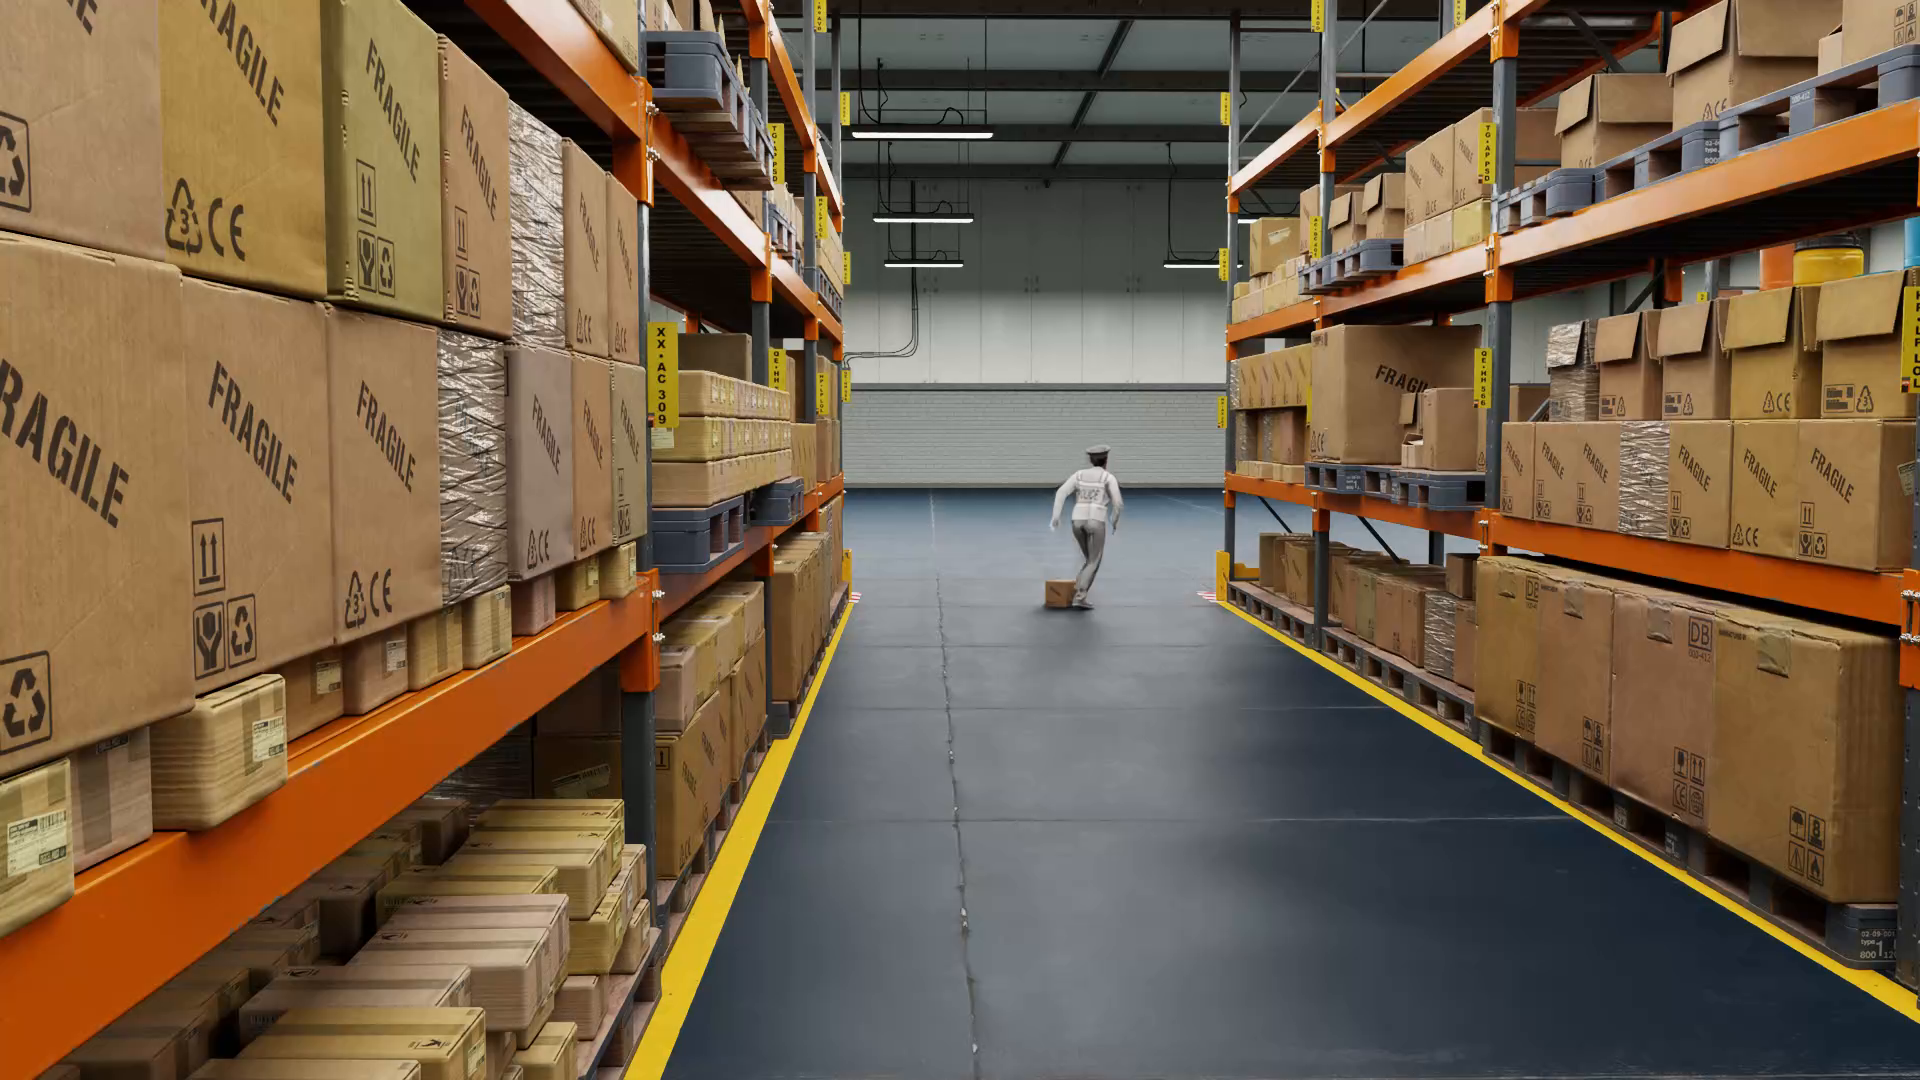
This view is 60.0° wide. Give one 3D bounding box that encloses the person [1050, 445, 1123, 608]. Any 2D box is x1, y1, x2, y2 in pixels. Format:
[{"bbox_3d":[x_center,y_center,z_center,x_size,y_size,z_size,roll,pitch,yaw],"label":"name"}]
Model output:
[{"bbox_3d":[1.263,-0.137,16.455,0.627,1.606,0.690,3,5,39],"label":"person"}]
